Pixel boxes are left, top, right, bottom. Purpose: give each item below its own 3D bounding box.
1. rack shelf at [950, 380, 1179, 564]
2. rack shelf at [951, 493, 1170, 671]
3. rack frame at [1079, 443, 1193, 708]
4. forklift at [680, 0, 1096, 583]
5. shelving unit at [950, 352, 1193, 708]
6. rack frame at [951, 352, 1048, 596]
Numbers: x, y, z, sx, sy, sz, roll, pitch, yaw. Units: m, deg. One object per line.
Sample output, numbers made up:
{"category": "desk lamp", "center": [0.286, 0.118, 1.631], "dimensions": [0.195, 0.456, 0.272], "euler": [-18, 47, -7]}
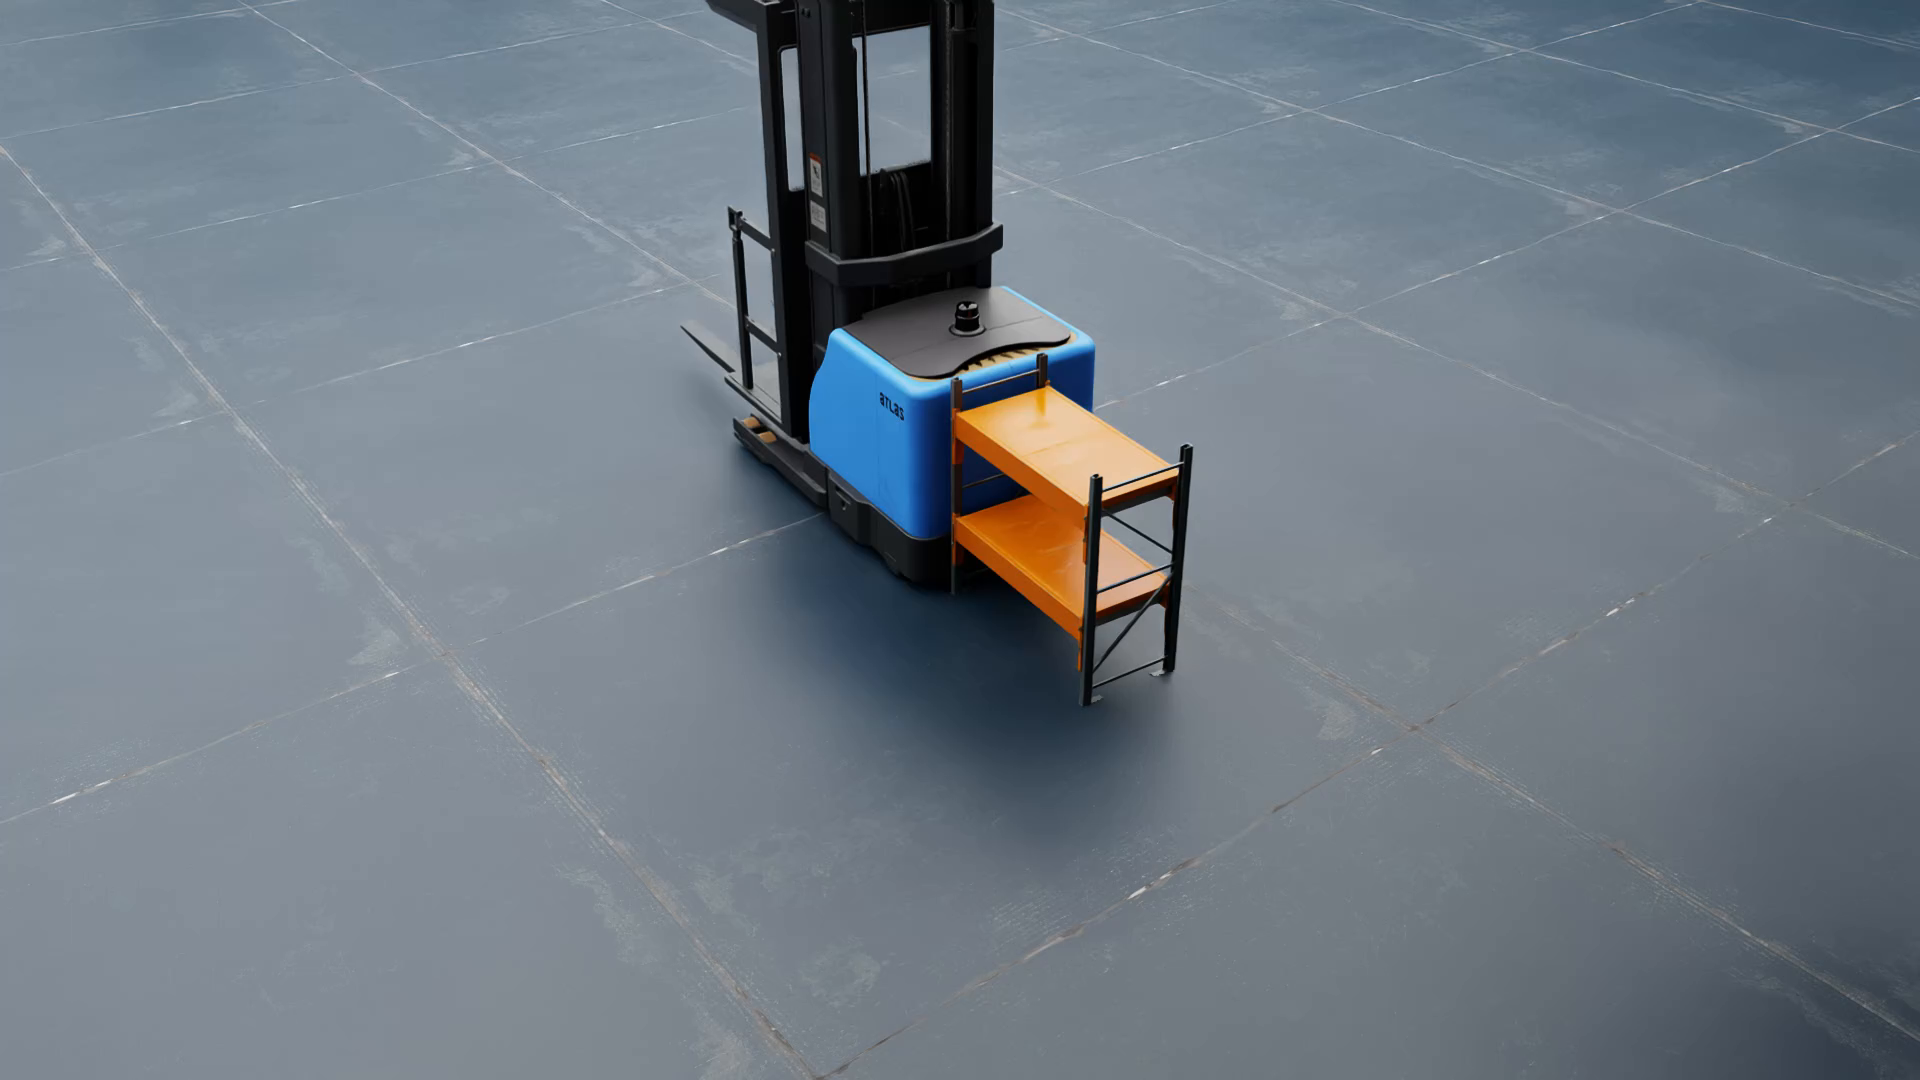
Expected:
{"category": "rack shelf", "center": [0.452, -0.313, 7.134], "dimensions": [0.538, 0.278, 1.000], "euler": [-19, 36, -27]}
{"category": "rack shelf", "center": [0.452, 0.143, 7.417], "dimensions": [0.538, 0.278, 1.000], "euler": [-19, 36, -27]}
{"category": "rack frame", "center": [0.727, 0.161, 6.925], "dimensions": [0.500, 1.125, 0.032], "euler": [-19, 36, -27]}
{"category": "forklift", "center": [-0.572, -1.781, 8.339], "dimensions": [1.130, 2.935, 3.031], "euler": [-19, 36, -27]}
{"category": "shelving unit", "center": [0.452, -0.065, 7.288], "dimensions": [0.538, 1.125, 1.048], "euler": [-19, 36, -27]}
{"category": "rack frame", "center": [0.177, -0.290, 7.651], "dimensions": [0.500, 1.125, 0.032], "euler": [-19, 36, -27]}
